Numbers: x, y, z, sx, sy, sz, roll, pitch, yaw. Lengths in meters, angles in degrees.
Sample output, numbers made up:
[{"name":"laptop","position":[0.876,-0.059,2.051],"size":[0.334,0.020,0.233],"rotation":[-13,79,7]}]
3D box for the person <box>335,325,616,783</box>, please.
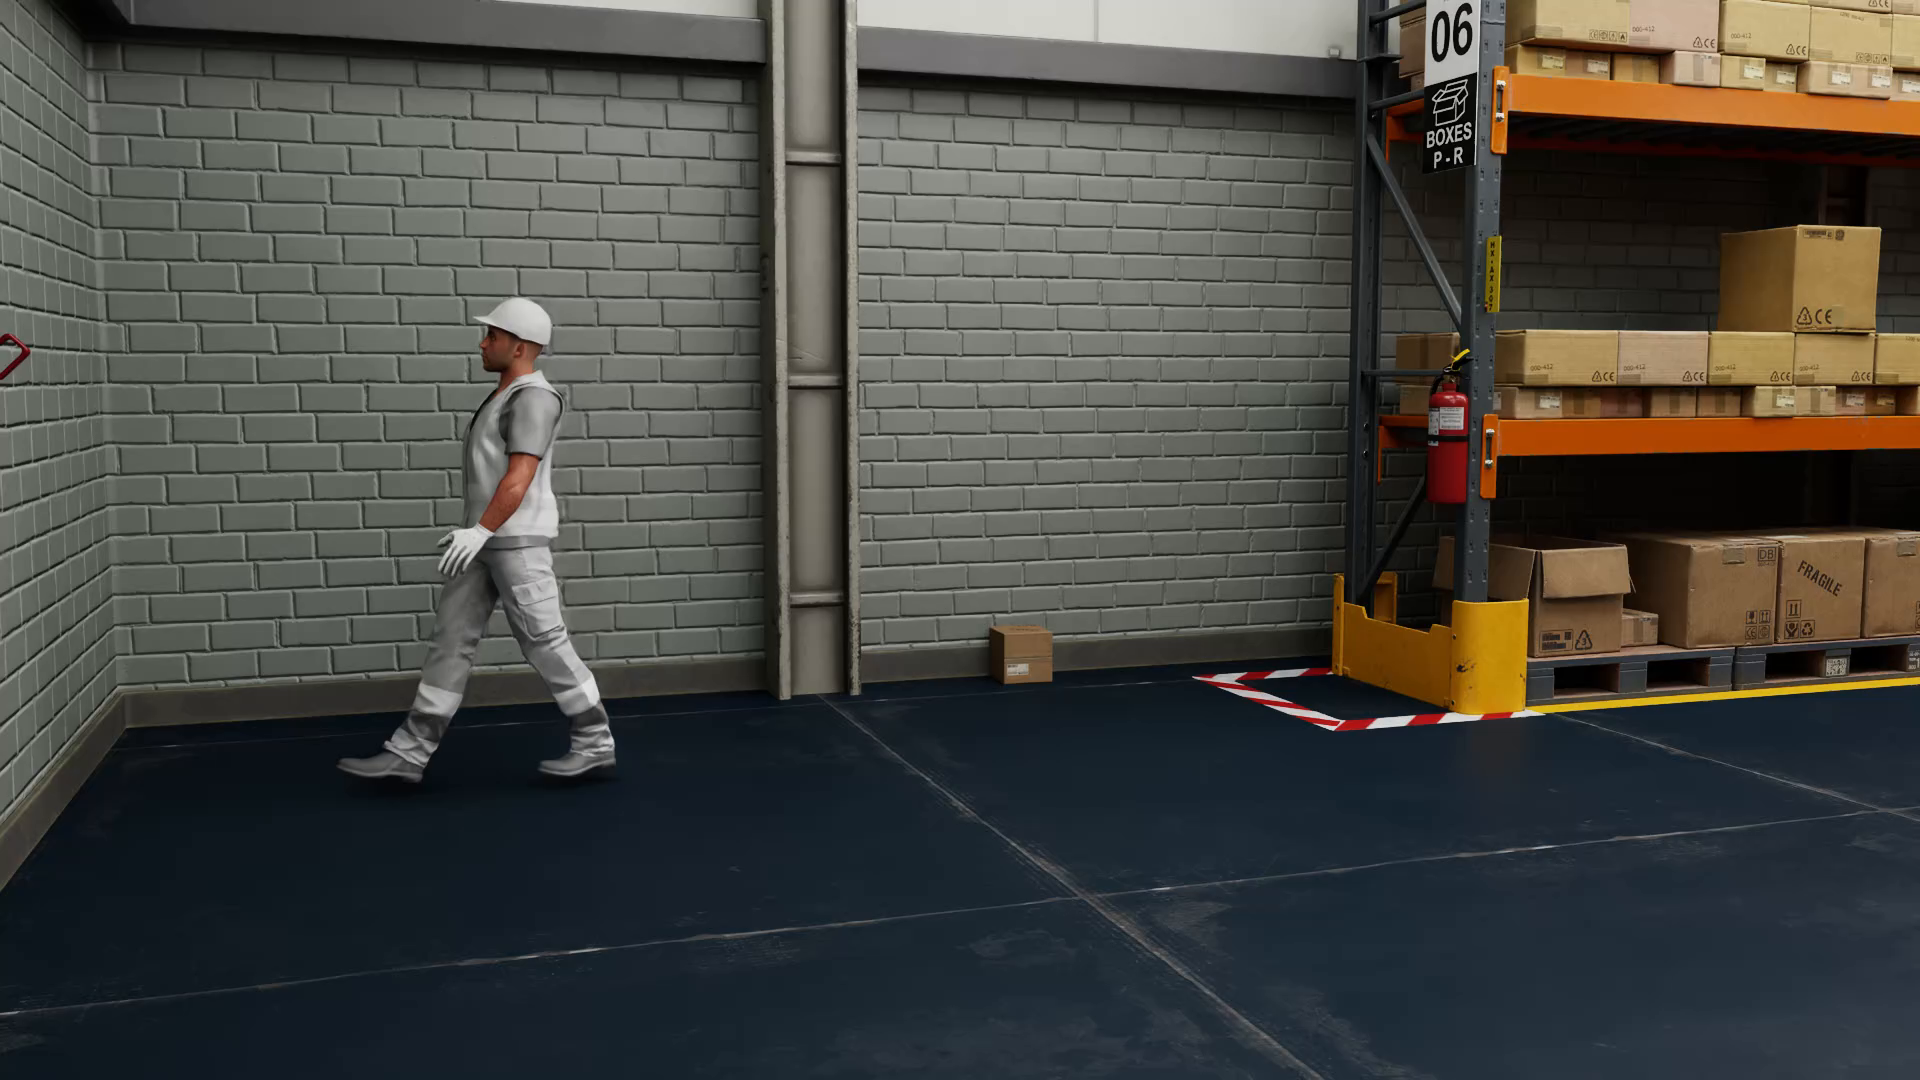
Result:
[{"name":"person","position":[-1.725,0.034,5.930],"size":[0.952,1.693,0.527],"rotation":[-4,7,-32]}]
